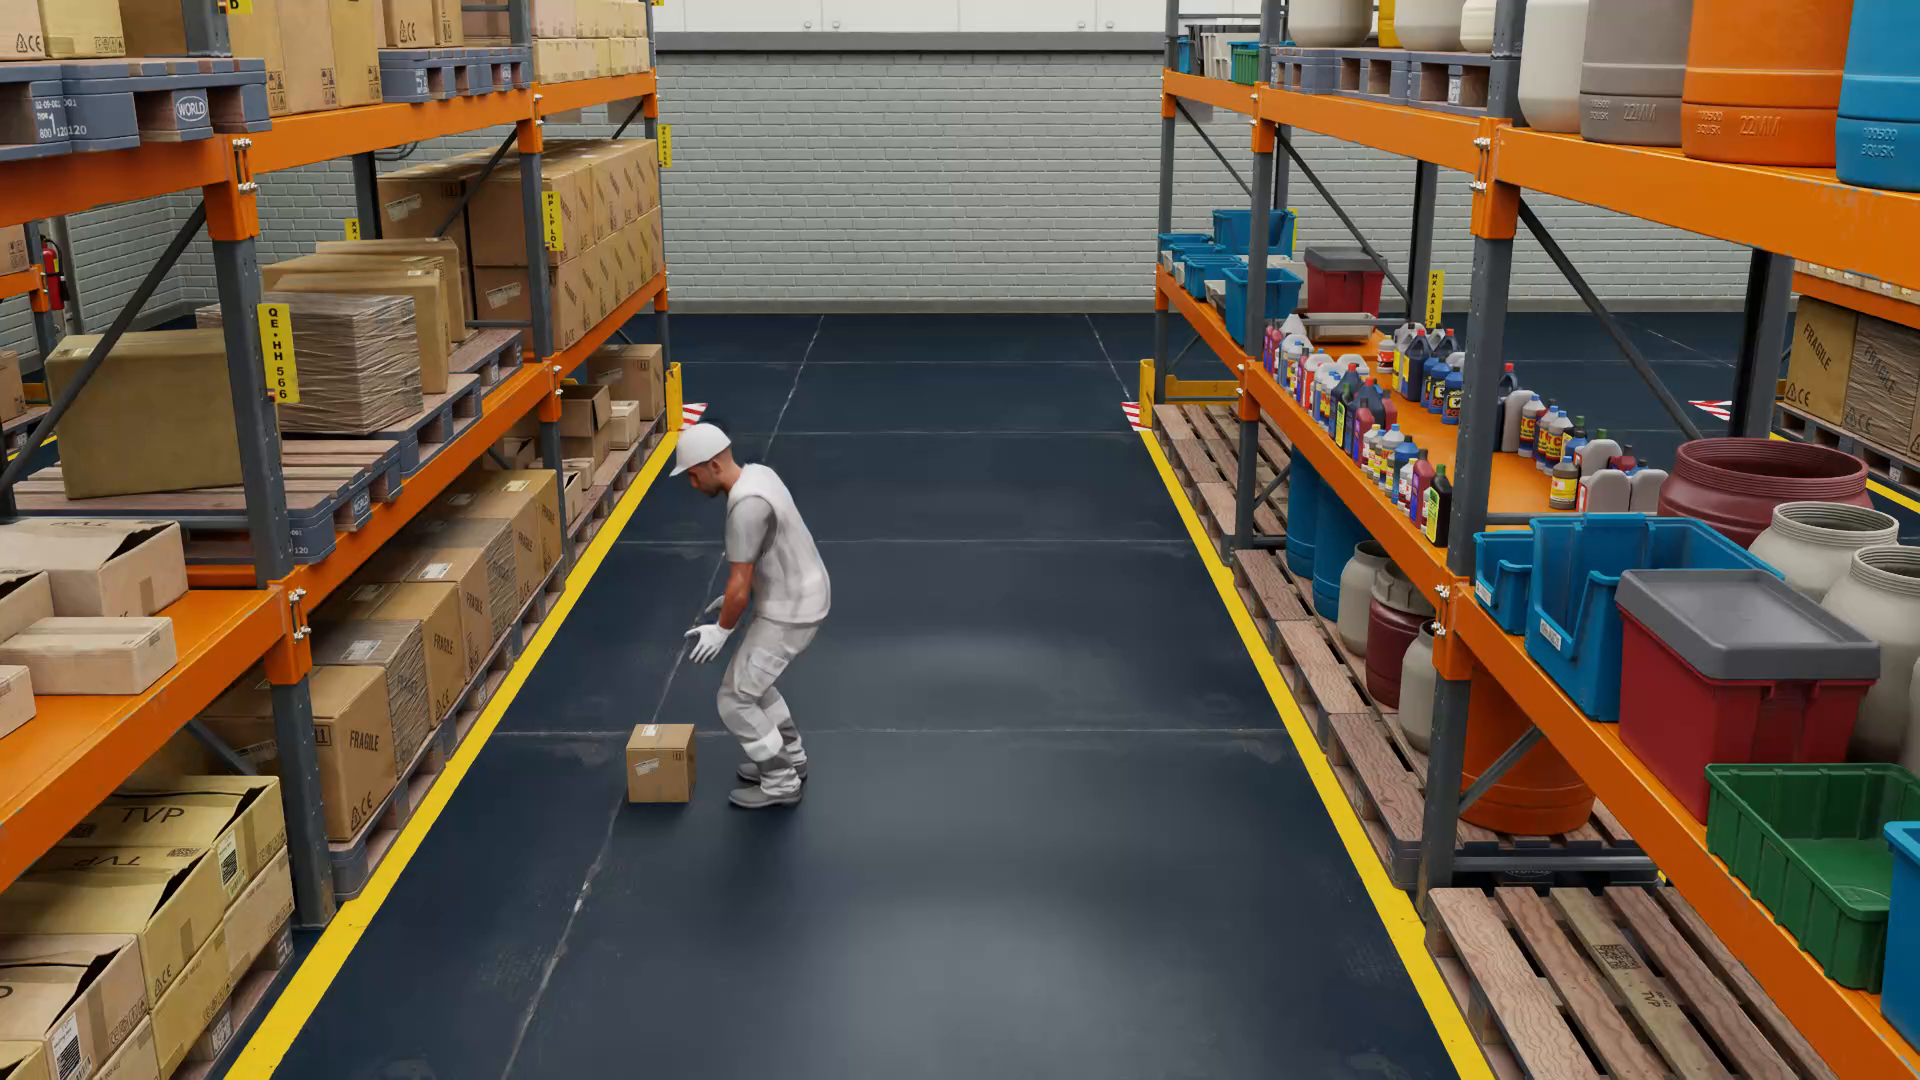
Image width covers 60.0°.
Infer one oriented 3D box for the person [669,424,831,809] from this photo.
[{"bbox_3d":[-0.844,0.308,6.811,0.625,1.604,0.572,0,17,0],"label":"person"}]
